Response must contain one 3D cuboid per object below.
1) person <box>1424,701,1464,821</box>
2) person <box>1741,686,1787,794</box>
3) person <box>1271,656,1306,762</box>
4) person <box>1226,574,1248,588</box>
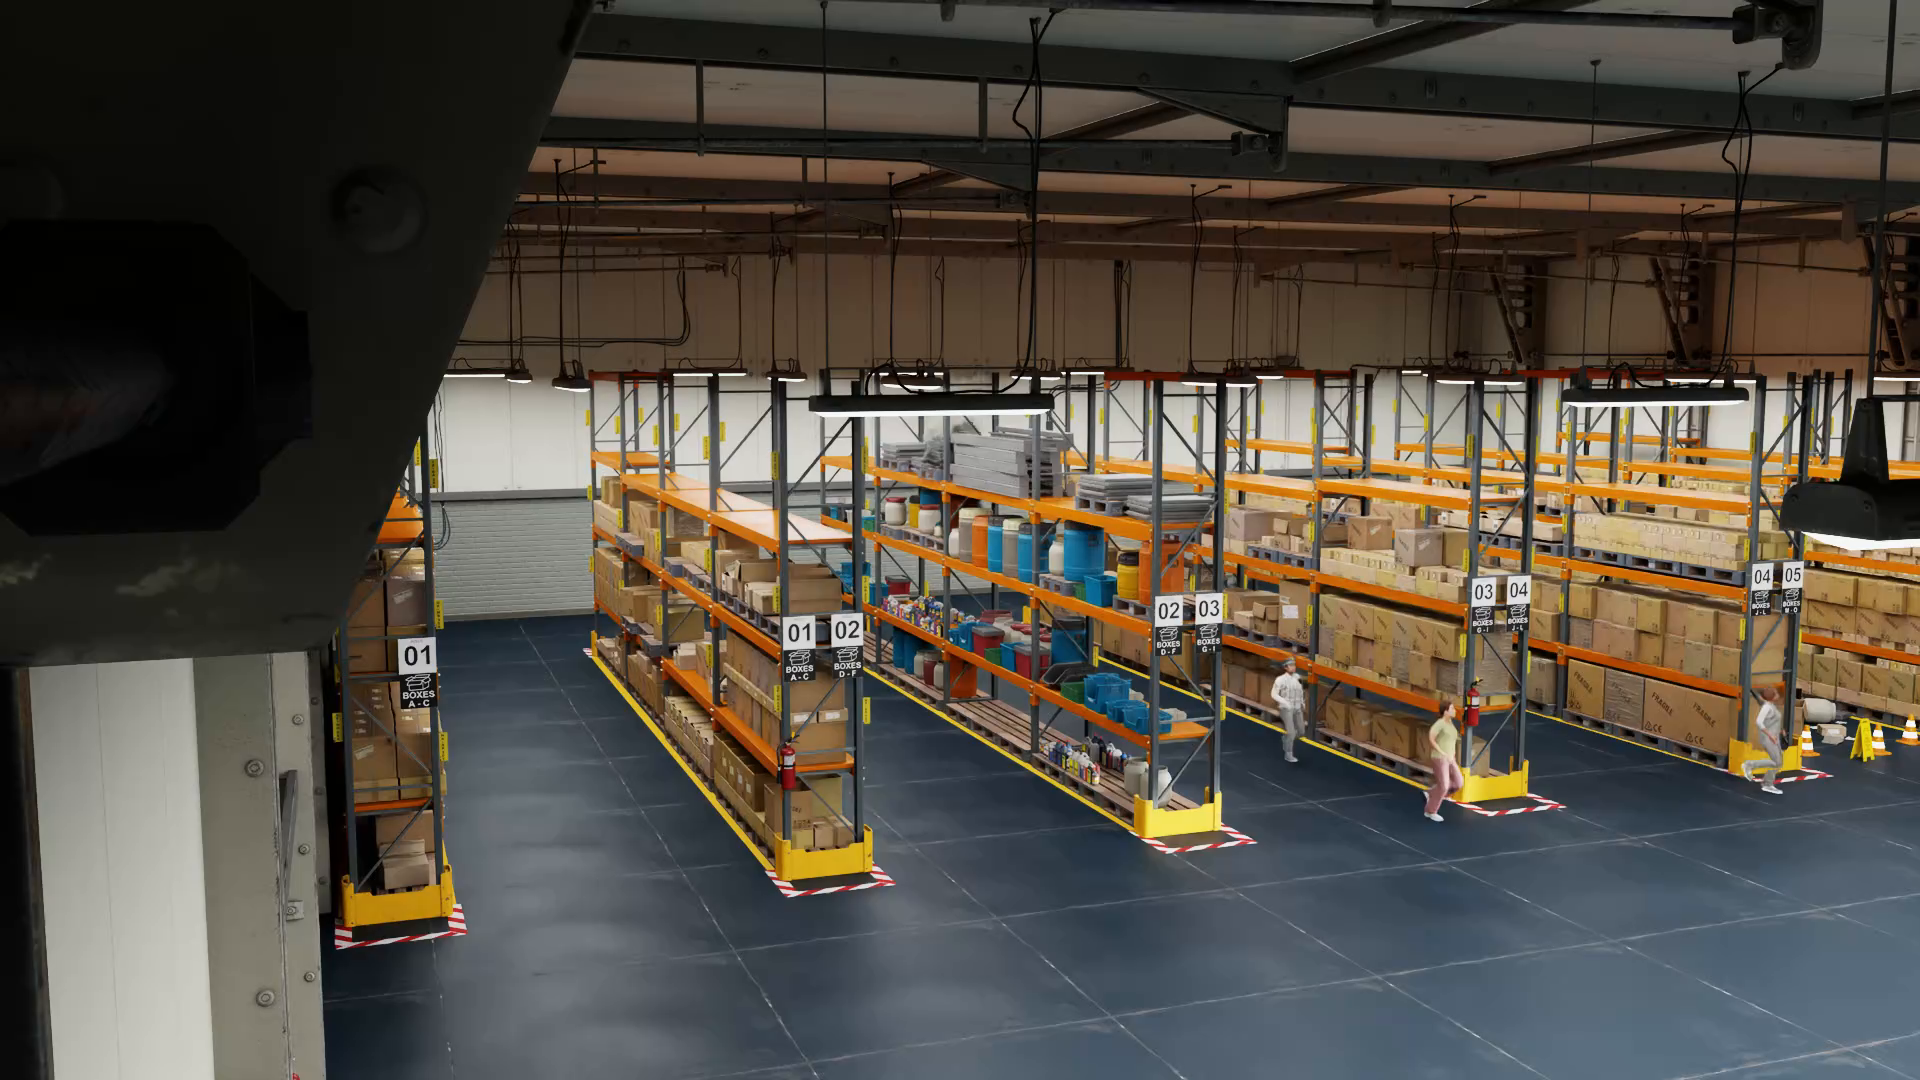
[{"bbox_3d":[6.645,3.001,22.768,0.527,1.616,0.631,6,9,44],"label":"person"},{"bbox_3d":[11.674,2.884,24.124,0.551,1.556,0.549,4,8,33],"label":"person"},{"bbox_3d":[5.143,2.623,25.910,0.612,1.648,0.555,-3,7,-22],"label":"person"},{"bbox_3d":[6.957,0.840,41.390,0.659,1.730,0.664,1,7,12],"label":"person"}]
